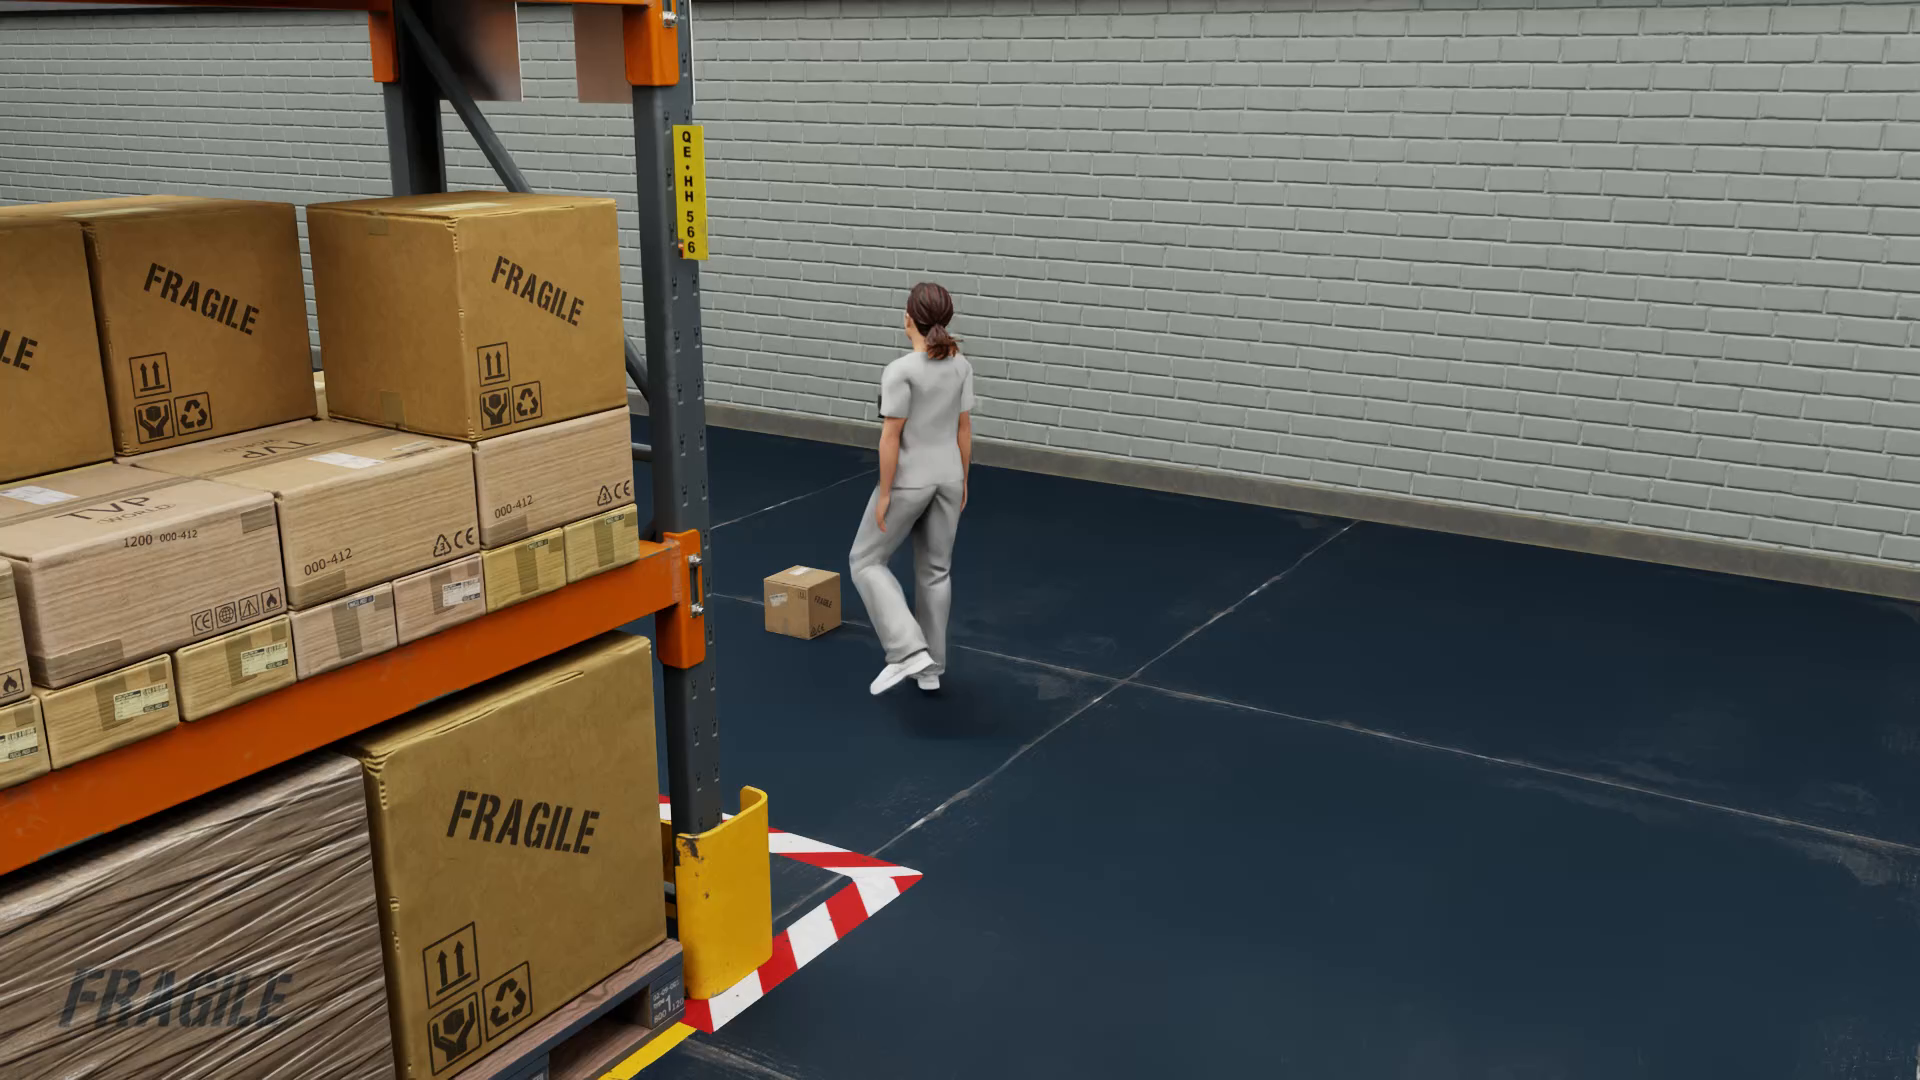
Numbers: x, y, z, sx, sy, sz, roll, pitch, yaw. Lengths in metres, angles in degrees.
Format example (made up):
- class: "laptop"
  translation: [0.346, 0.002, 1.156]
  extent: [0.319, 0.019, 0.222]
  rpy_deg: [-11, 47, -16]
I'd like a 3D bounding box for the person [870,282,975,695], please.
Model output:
- class: "person"
  translation: [-0.161, -0.191, 6.646]
  extent: [0.513, 1.667, 0.450]
  rpy_deg: [-10, 19, -31]
